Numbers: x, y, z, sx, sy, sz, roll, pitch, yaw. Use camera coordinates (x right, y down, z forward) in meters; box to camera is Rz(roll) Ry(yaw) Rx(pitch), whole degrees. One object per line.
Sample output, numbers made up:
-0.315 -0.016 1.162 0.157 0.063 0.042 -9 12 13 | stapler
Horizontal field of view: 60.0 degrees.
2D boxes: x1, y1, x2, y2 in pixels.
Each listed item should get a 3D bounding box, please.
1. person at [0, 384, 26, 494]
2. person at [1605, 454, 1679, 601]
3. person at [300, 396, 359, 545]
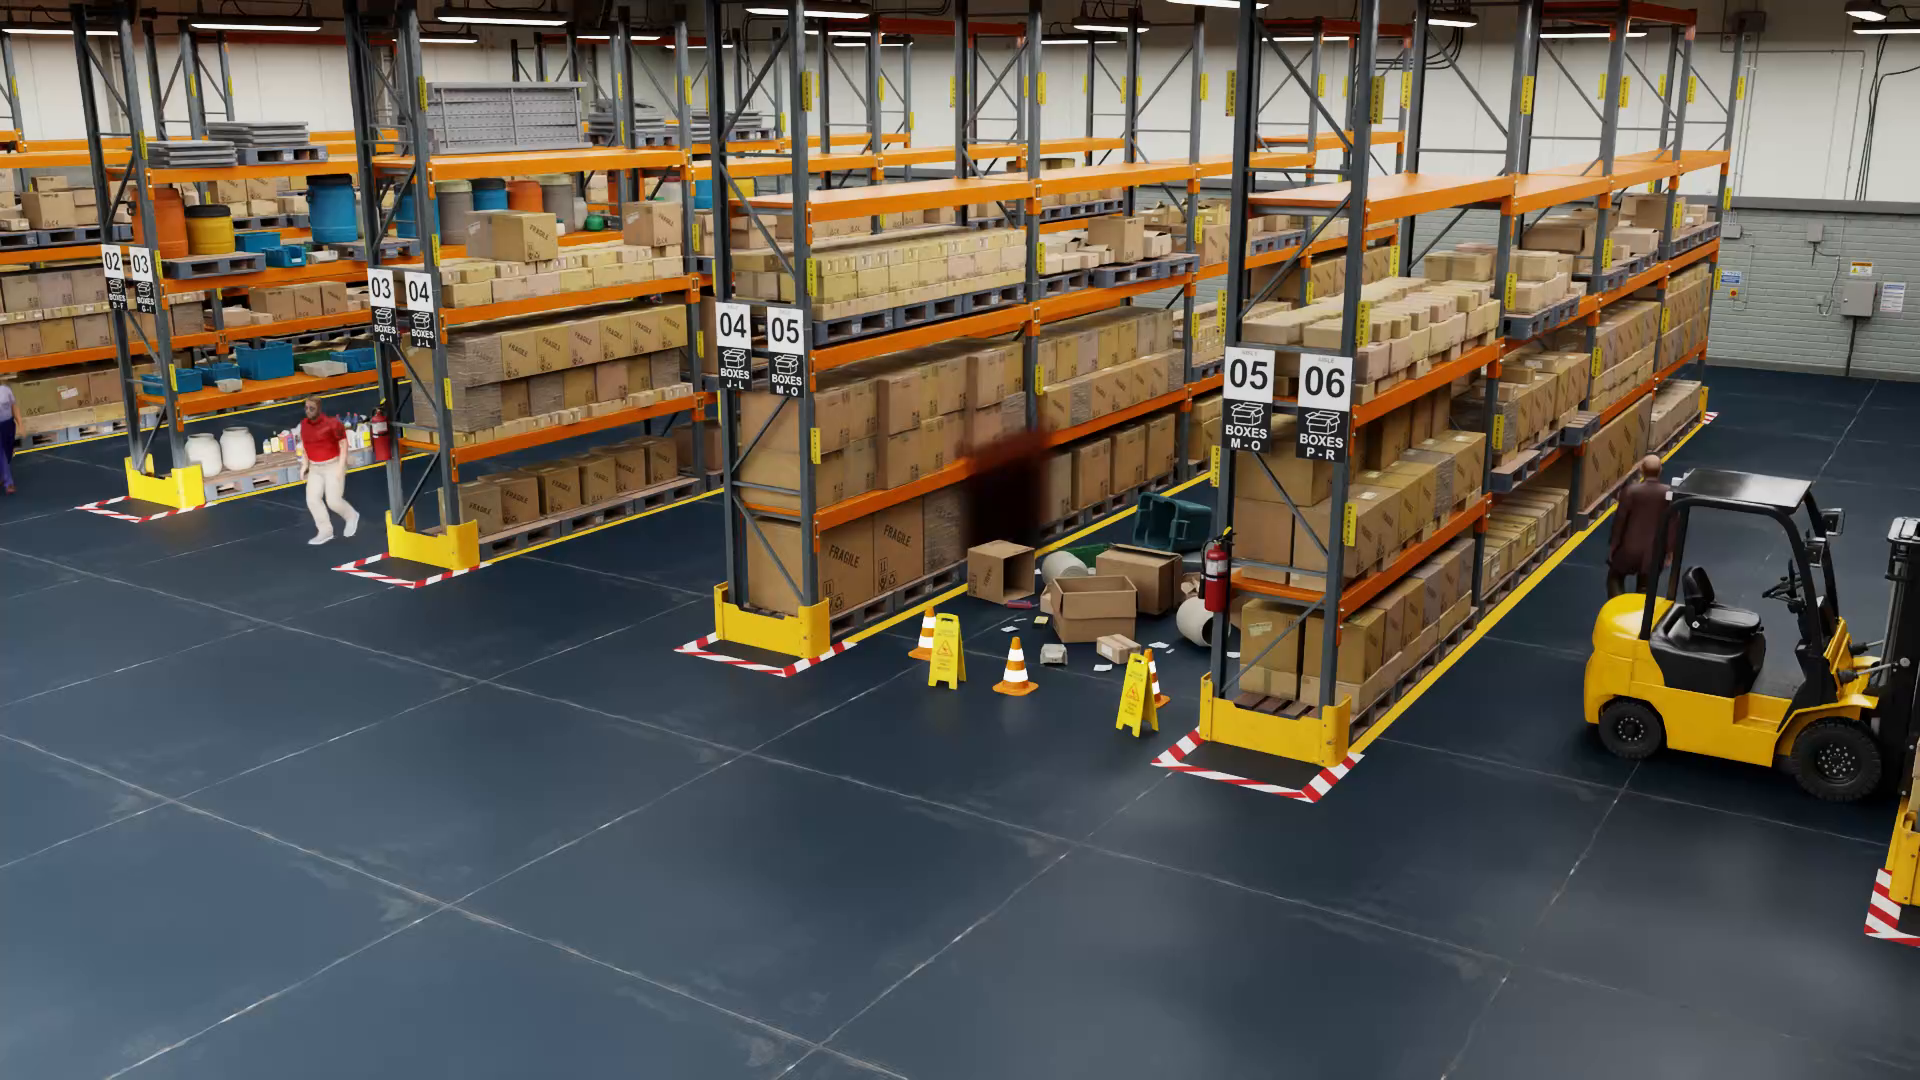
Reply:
-12.344 -1.430 21.350 1.019 1.600 0.534 14 21 40 | person
6.399 0.089 15.626 0.627 1.808 0.468 2 16 8 | person
-7.225 -0.825 19.045 0.635 1.712 0.620 6 16 19 | person
